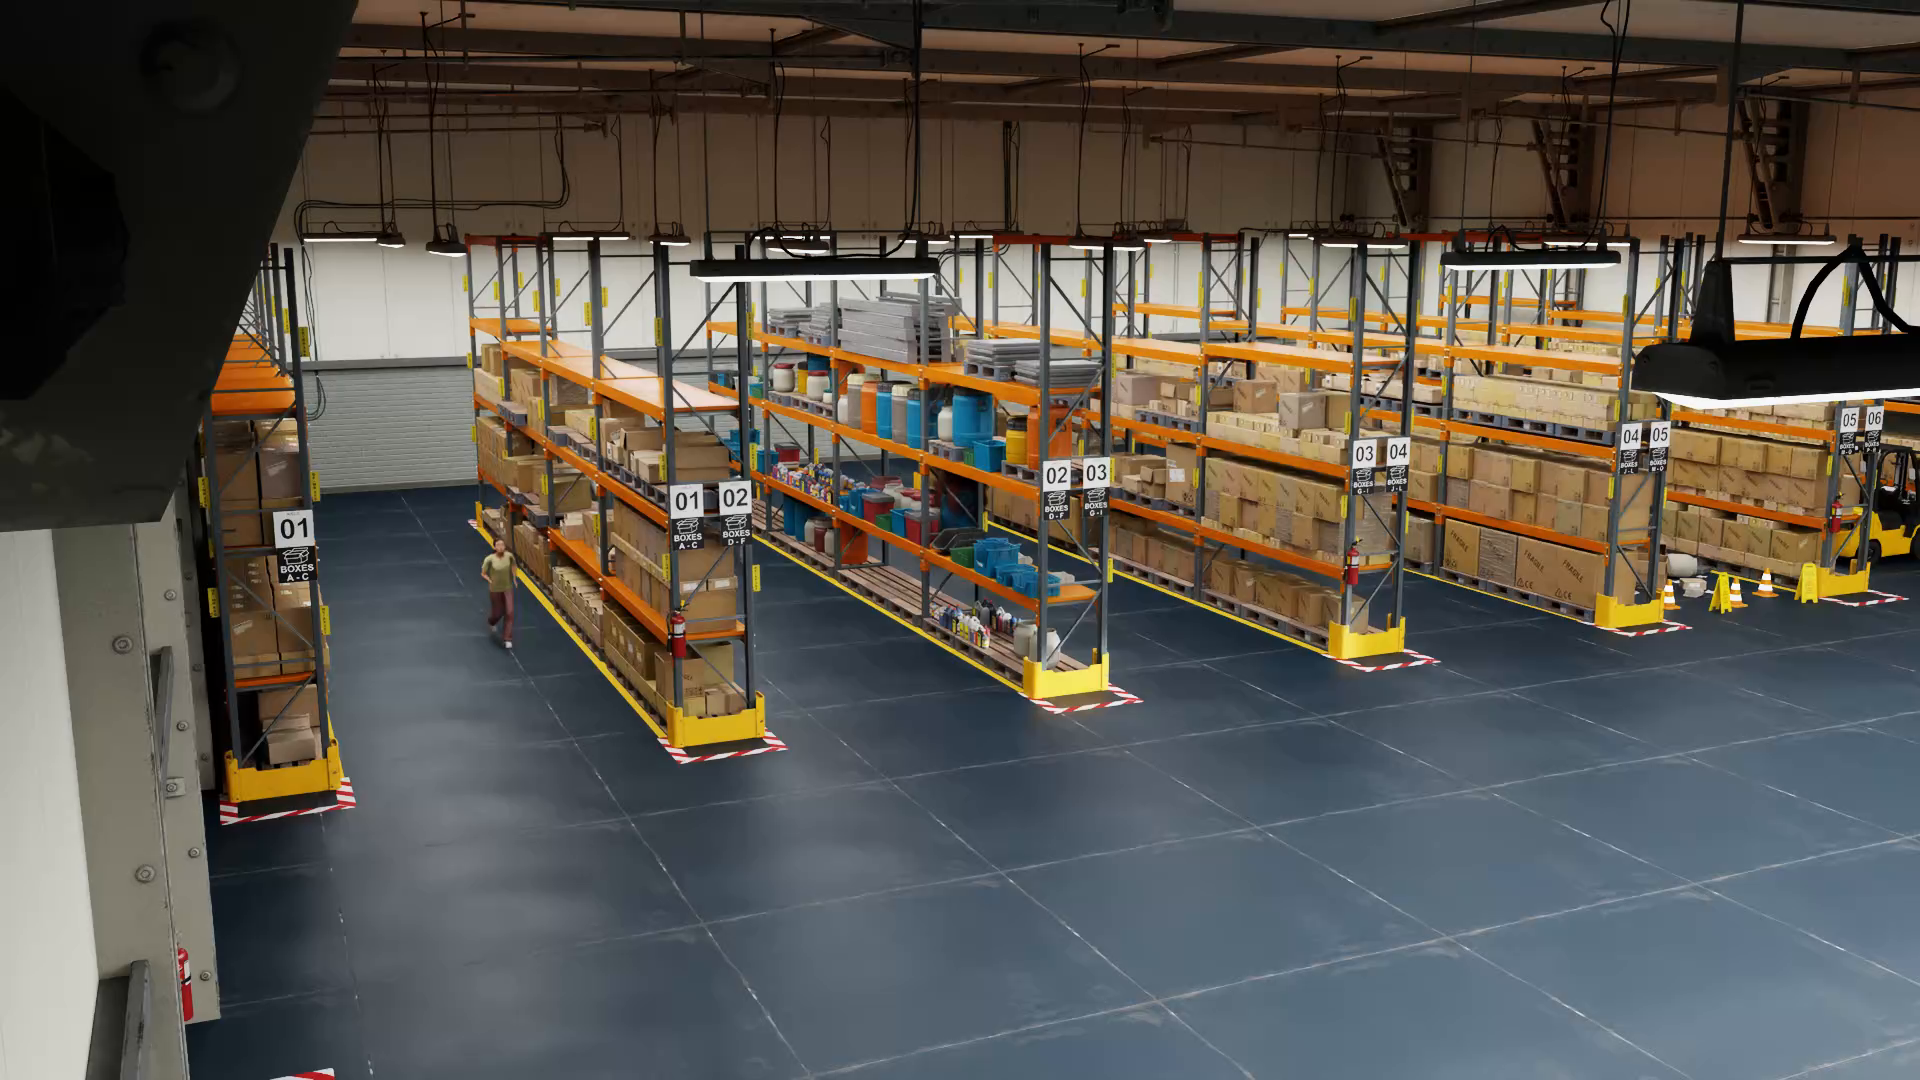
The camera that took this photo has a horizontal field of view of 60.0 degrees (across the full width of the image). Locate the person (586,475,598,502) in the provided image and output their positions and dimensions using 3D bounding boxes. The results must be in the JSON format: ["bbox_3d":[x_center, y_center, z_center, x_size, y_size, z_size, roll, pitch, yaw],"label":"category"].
[{"bbox_3d":[-7.969,-1.318,35.388,0.606,1.813,0.760,-9,14,-40],"label":"person"}]

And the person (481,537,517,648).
[{"bbox_3d":[-6.901,0.746,24.964,0.566,1.646,0.875,-6,13,-29],"label":"person"}]

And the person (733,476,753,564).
[{"bbox_3d":[-4.120,-0.393,30.954,0.616,1.632,0.599,-6,13,-29],"label":"person"}]
